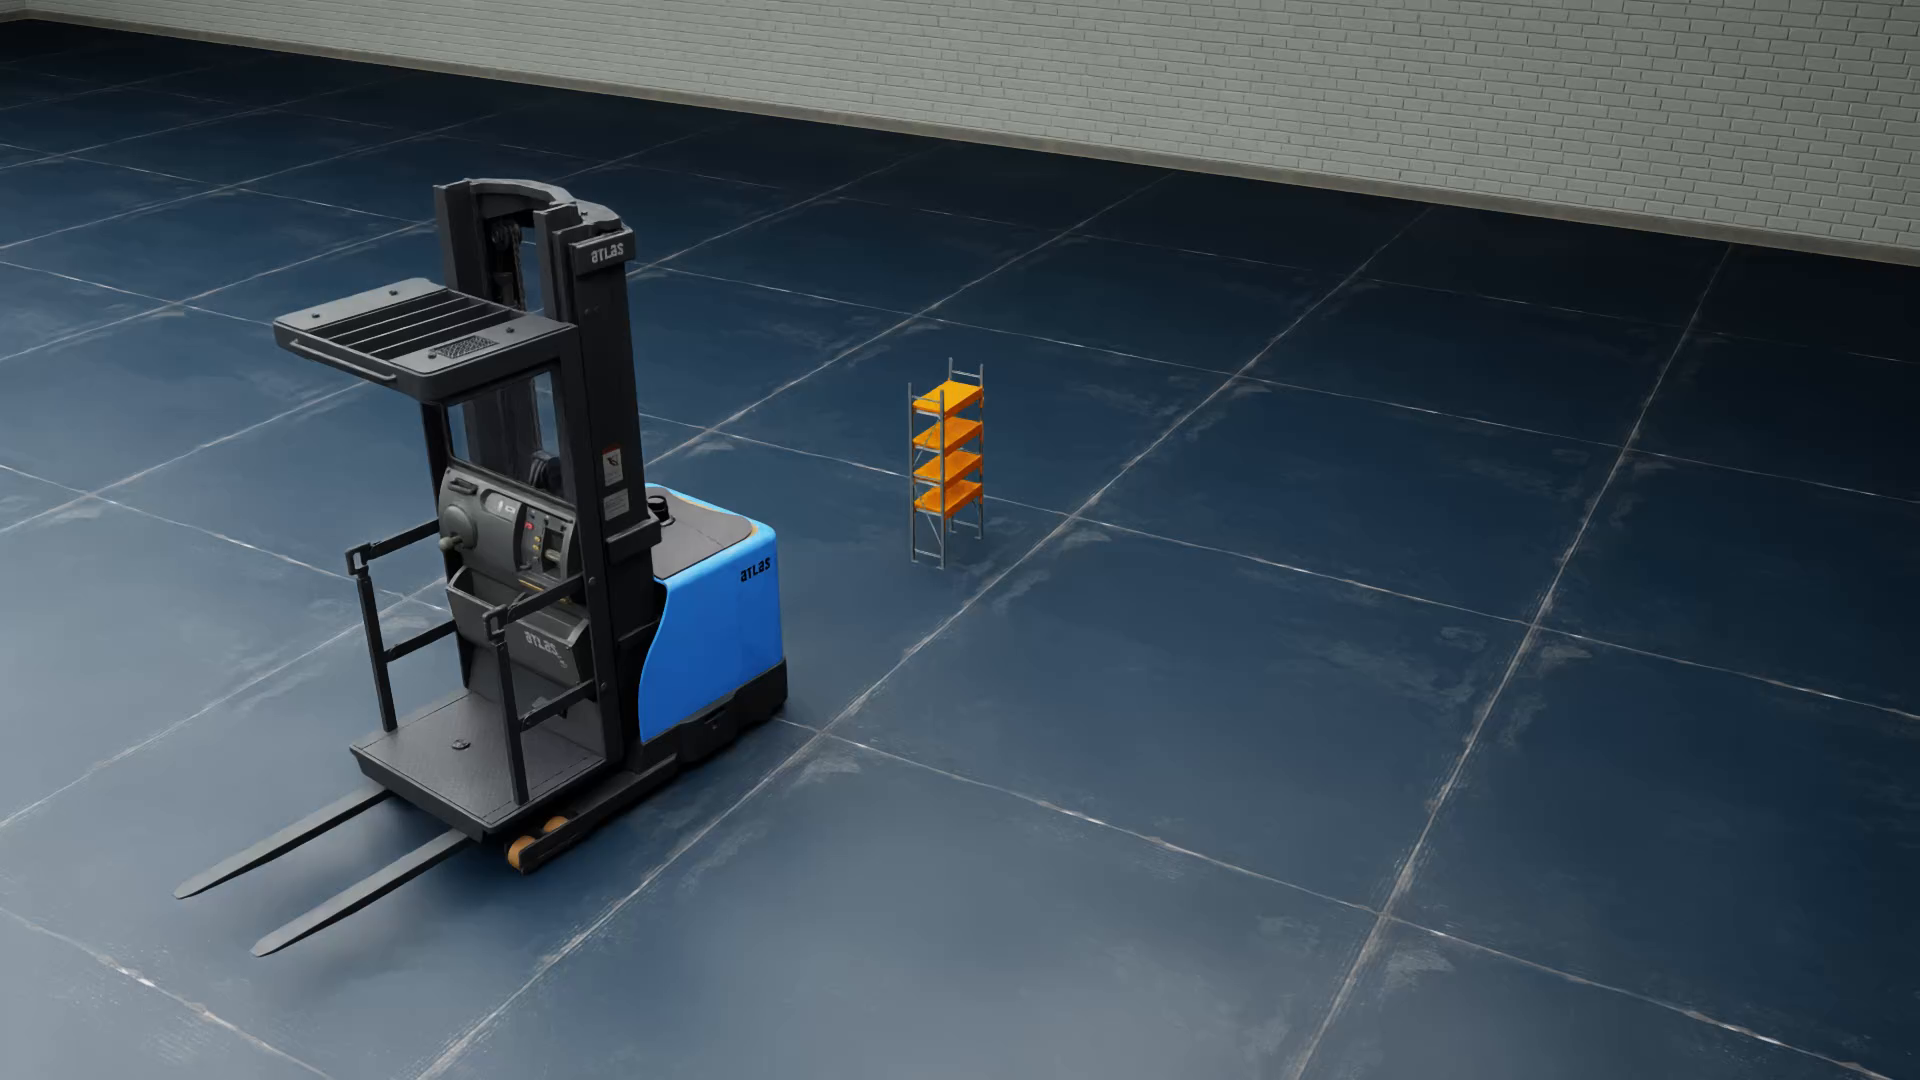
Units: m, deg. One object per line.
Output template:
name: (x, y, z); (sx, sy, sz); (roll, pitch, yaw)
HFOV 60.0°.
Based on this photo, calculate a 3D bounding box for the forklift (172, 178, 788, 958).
forklift: (-2.222, -0.025, 7.526); (1.130, 2.935, 3.031); (19, 32, 33)

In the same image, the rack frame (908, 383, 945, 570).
rack frame: (-0.201, -0.377, 10.163); (0.240, 1.200, 0.015); (14, 30, 26)

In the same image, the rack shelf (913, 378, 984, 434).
rack shelf: (-0.081, -0.823, 10.177); (0.258, 0.148, 0.480); (14, 30, 26)

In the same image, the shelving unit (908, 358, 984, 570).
shelving unit: (-0.081, -0.472, 10.353); (0.258, 1.200, 0.503); (14, 30, 26)

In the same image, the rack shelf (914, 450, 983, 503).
rack shelf: (-0.081, -0.412, 10.383); (0.258, 0.148, 0.480); (14, 30, 26)

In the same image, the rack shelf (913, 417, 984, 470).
rack shelf: (-0.081, -0.612, 10.283); (0.258, 0.148, 0.480); (14, 30, 26)

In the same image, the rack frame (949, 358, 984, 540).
rack frame: (0.039, -0.567, 10.543); (0.240, 1.200, 0.015); (14, 30, 26)

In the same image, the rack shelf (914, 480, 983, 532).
rack shelf: (-0.081, -0.234, 10.472); (0.258, 0.148, 0.480); (14, 30, 26)
